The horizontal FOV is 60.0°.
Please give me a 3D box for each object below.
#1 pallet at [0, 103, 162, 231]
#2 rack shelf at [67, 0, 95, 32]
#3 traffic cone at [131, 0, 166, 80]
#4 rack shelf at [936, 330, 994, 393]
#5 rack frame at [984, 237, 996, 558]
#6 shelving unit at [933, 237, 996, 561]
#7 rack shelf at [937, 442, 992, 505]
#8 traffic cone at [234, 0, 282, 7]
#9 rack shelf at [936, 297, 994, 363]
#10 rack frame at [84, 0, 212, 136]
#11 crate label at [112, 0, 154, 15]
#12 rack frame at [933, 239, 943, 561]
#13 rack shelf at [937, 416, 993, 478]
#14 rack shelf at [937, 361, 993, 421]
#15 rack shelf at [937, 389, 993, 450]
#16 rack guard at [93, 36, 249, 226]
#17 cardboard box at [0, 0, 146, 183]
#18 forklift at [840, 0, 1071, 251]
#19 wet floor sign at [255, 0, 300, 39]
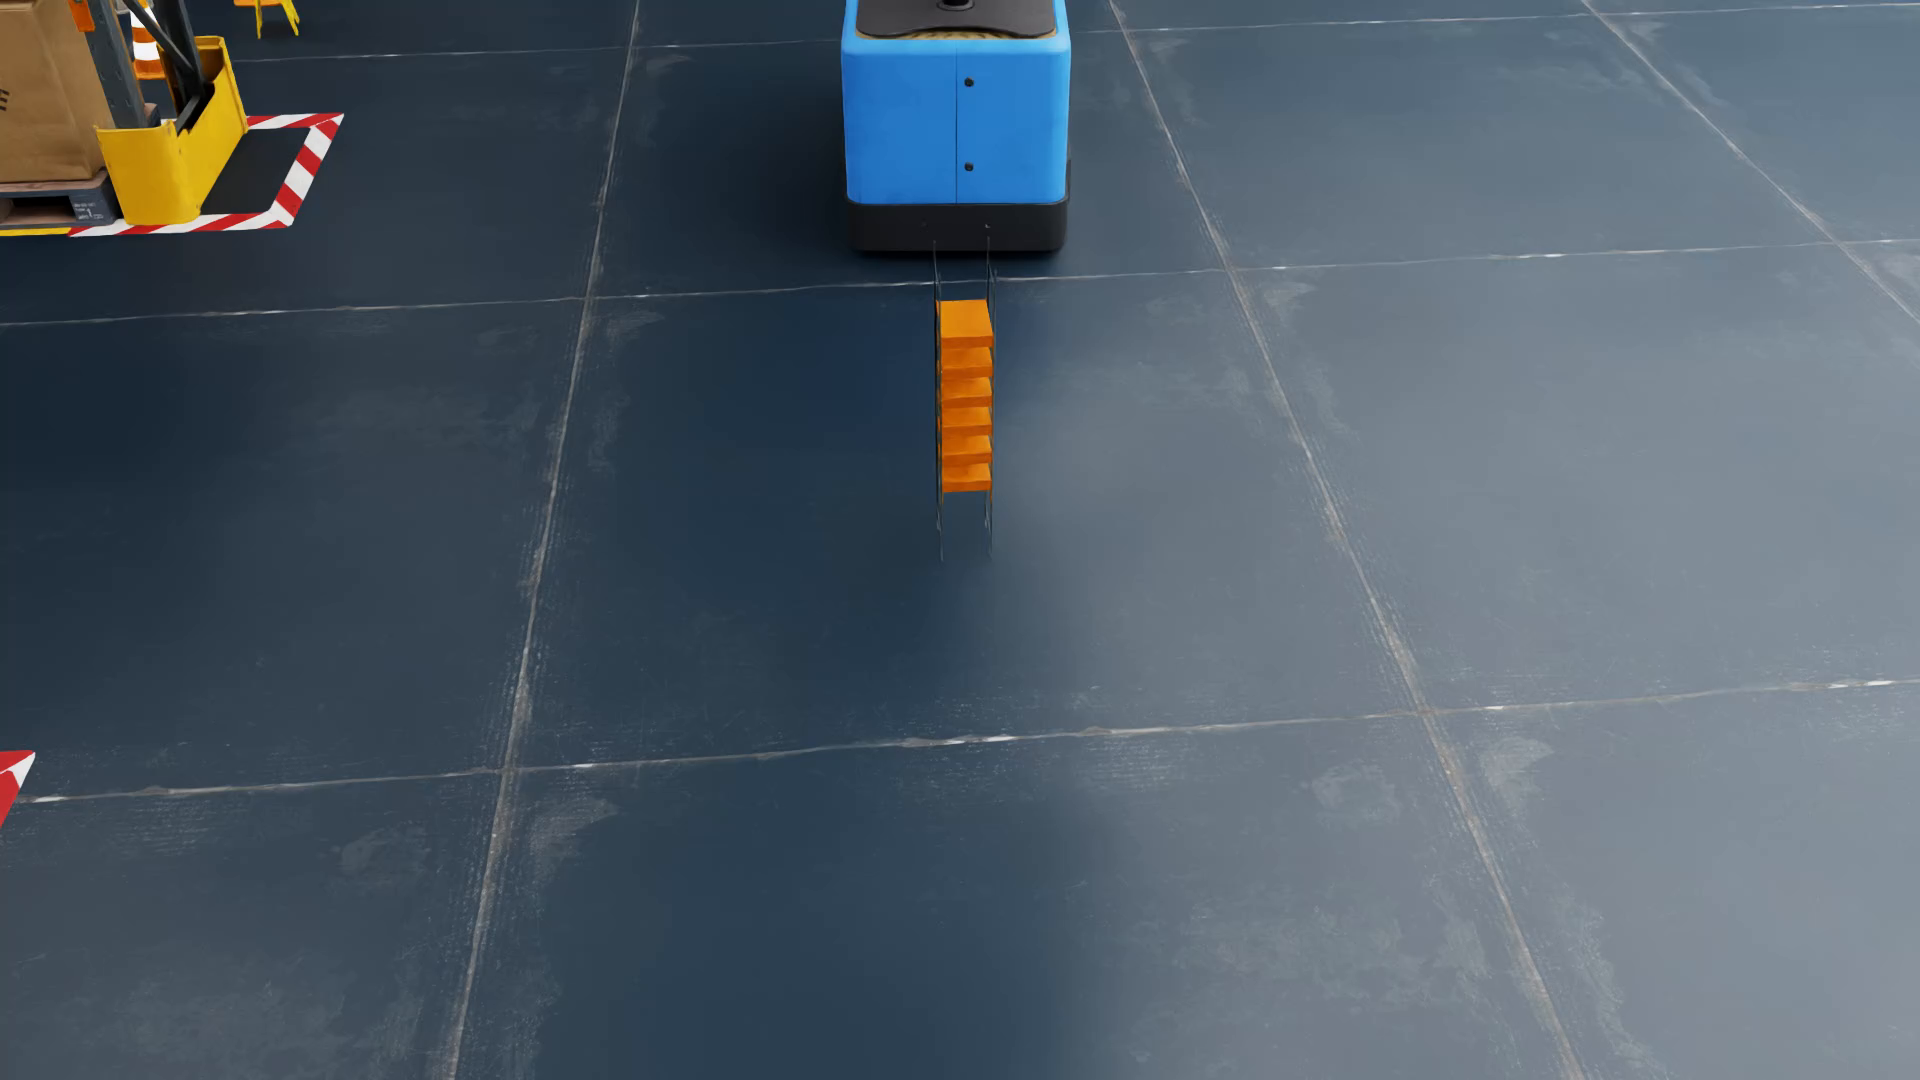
[{"bbox_3d":[-4.832,-1.909,8.499,1.213,0.211,1.003,-3,38,-4],"label":"pallet"},{"bbox_3d":[-6.035,-2.704,7.836,4.000,0.370,1.077,-3,38,-4],"label":"rack shelf"},{"bbox_3d":[-4.698,-2.947,9.611,0.334,0.463,0.336,-3,38,-4],"label":"traffic cone"},{"bbox_3d":[0.014,-0.625,5.758,0.180,0.103,0.258,-3,38,-4],"label":"rack shelf"},{"bbox_3d":[0.106,-0.477,5.886,0.006,1.200,0.240,-3,38,-4],"label":"rack frame"},{"bbox_3d":[0.014,-0.472,5.879,0.189,1.200,0.258,-3,38,-4],"label":"shelving unit"},{"bbox_3d":[0.014,-0.249,6.056,0.180,0.103,0.258,-3,38,-4],"label":"rack shelf"},{"bbox_3d":[-4.459,-3.663,10.519,0.334,0.463,0.336,-3,38,-4],"label":"traffic cone"},{"bbox_3d":[0.014,-0.720,5.684,0.180,0.103,0.258,-3,38,-4],"label":"rack shelf"},{"bbox_3d":[-4.043,-3.096,7.752,0.127,3.000,1.000,-3,38,-4],"label":"rack frame"},{"bbox_3d":[-5.237,-3.453,10.516,0.298,0.136,0.250,-24,44,-27],"label":"crate label"},{"bbox_3d":[-0.077,-0.467,5.873,0.006,1.200,0.240,-3,38,-4],"label":"rack frame"},{"bbox_3d":[0.014,-0.343,5.981,0.180,0.103,0.258,-3,38,-4],"label":"rack shelf"},{"bbox_3d":[0.014,-0.531,5.833,0.180,0.103,0.258,-3,38,-4],"label":"rack shelf"},{"bbox_3d":[0.014,-0.437,5.907,0.180,0.103,0.258,-3,38,-4],"label":"rack shelf"},{"bbox_3d":[-4.019,-2.116,8.528,0.348,0.500,1.175,-3,38,-4],"label":"rack guard"},{"bbox_3d":[-4.713,-2.349,8.181,0.875,0.875,0.875,-3,38,-4],"label":"cardboard box"},{"bbox_3d":[-0.028,-3.399,8.192,1.130,2.935,3.031,0,38,0],"label":"forklift"},{"bbox_3d":[-4.189,-3.395,10.032,0.232,0.644,0.267,-9,39,-12],"label":"wet floor sign"}]
